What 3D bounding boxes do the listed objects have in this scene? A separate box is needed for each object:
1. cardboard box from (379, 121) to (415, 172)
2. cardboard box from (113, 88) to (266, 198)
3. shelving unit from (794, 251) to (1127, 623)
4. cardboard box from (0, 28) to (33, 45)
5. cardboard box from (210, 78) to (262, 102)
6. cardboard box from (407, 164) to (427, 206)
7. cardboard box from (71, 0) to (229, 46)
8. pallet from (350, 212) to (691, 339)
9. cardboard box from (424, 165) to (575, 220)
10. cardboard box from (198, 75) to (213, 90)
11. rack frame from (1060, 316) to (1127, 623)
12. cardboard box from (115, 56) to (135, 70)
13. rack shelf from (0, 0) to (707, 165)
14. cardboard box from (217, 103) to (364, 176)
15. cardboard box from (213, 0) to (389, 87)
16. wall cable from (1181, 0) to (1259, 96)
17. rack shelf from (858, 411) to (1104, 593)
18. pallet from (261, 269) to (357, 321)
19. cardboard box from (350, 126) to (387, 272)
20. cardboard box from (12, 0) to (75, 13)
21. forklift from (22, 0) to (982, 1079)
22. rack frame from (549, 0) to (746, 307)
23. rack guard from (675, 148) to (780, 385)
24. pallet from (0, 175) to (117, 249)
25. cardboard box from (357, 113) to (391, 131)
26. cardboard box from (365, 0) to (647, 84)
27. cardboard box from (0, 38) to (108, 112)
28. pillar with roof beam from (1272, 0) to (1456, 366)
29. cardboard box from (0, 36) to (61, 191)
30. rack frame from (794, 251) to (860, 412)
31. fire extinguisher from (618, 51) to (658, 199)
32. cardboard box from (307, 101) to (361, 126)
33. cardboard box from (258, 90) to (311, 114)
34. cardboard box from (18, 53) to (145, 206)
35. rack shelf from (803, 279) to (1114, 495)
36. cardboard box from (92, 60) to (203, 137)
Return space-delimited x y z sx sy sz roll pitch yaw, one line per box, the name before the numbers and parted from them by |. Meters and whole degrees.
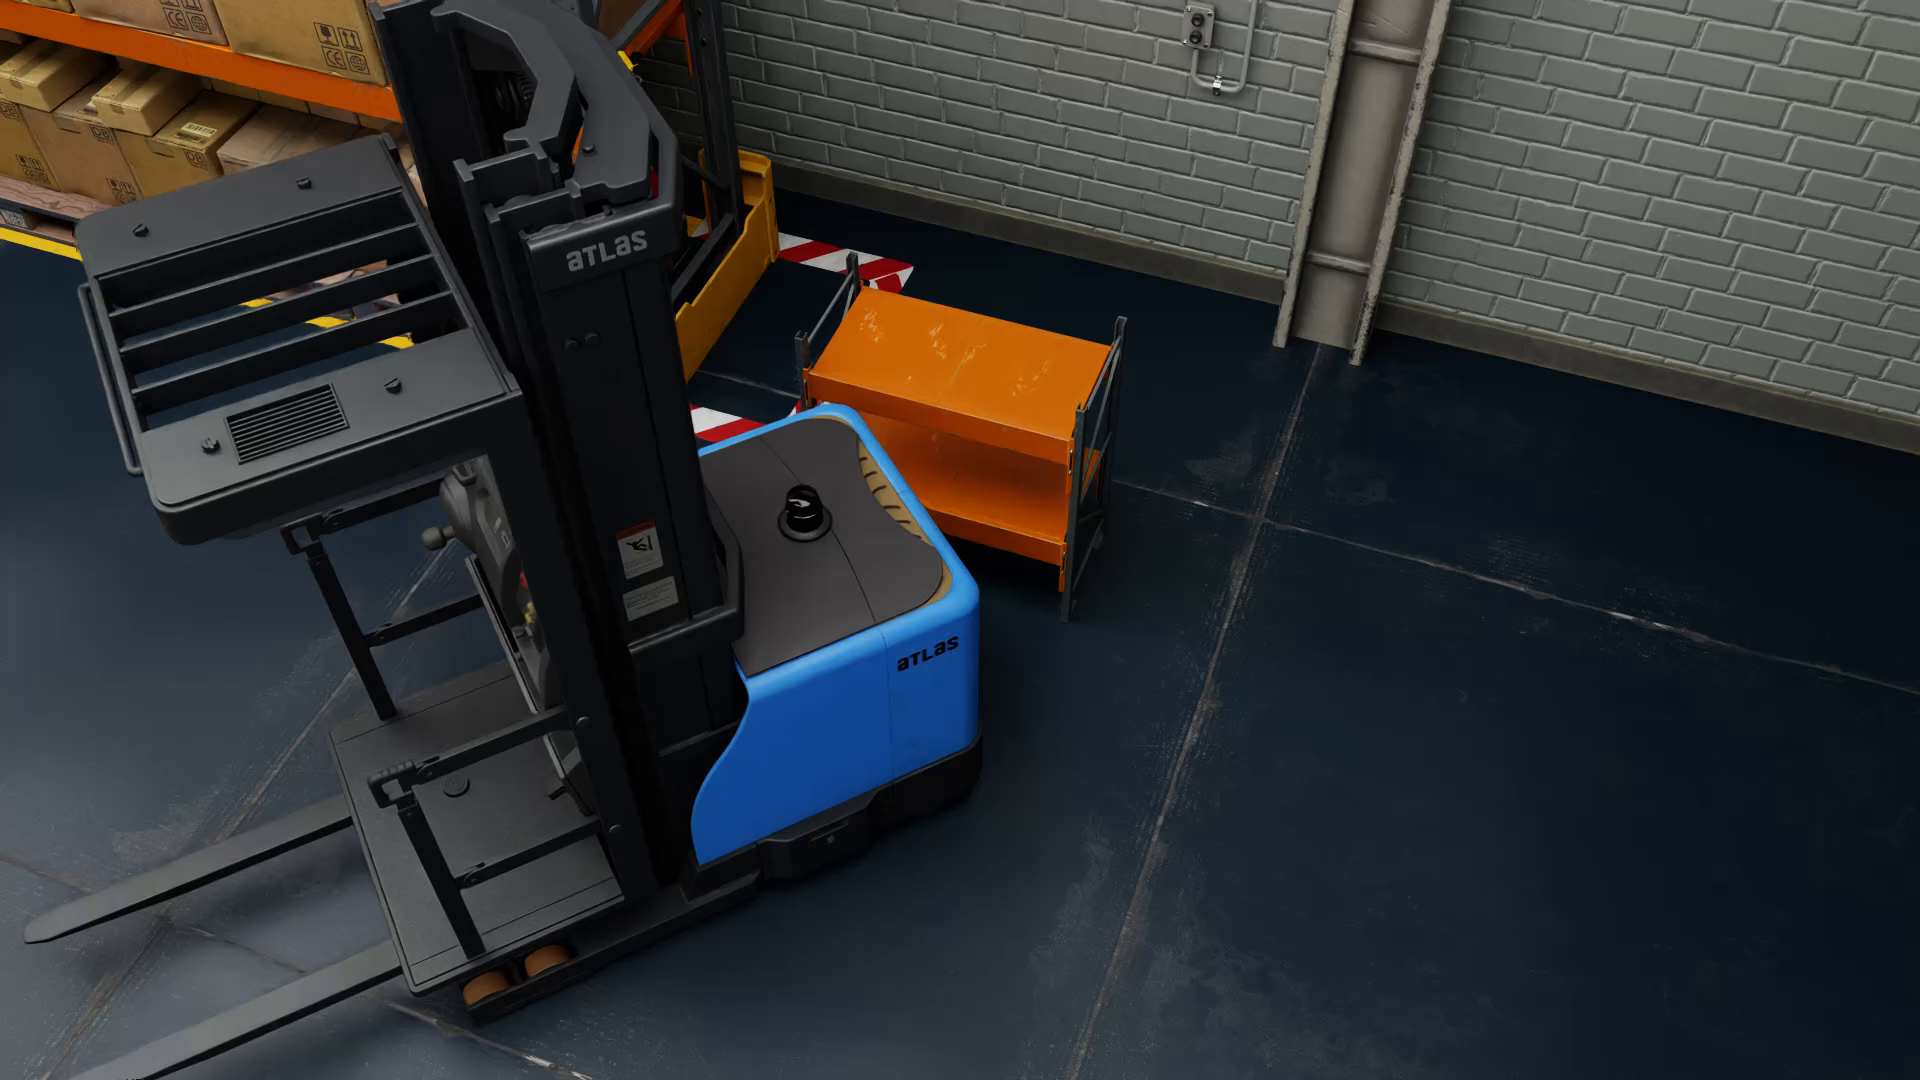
cardboard box | -2.325 -1.612 6.976 0.250 0.149 0.380 17 51 14
cardboard box | -3.345 -1.826 7.590 0.500 0.500 0.700 17 51 14
shelving unit | 0.006 -0.367 6.190 1.048 1.125 0.538 16 51 13
cardboard box | -4.363 -2.487 7.734 0.250 0.149 0.380 15 51 13
cardboard box | -3.142 -2.148 7.440 0.250 0.149 0.380 15 51 12
cardboard box | -2.085 -1.546 6.918 0.250 0.149 0.380 15 51 13
cardboard box | -3.090 -2.611 6.696 0.700 0.700 0.980 13 50 11
pallet | -1.987 -1.238 7.550 1.213 0.211 1.003 16 51 13
cardboard box | -1.901 -1.429 7.246 0.500 0.500 0.700 16 51 13
cardboard box | -3.384 -2.215 7.498 0.250 0.149 0.380 16 51 14
rack frame | 0.483 -0.234 6.075 0.032 1.125 0.500 16 51 13
cardboard box | -3.621 -2.282 7.556 0.250 0.149 0.380 14 51 12
rack shelf | -3.086 -2.286 7.089 4.000 0.370 1.077 16 51 13
cardboard box | -2.843 -1.691 7.474 0.500 0.500 0.700 14 51 12
cardboard box | -2.378 -2.405 6.518 0.700 0.700 0.980 15 51 13
wall cable | 0.319 -2.666 6.270 1.851 1.984 0.084 16 51 13
rack shelf | 0.006 -0.207 6.375 1.000 0.278 0.538 16 51 13
pallet | -3.128 -1.559 7.828 1.213 0.211 1.003 16 51 13
cardboard box | -2.371 -1.560 7.360 0.500 0.500 0.700 15 51 13
cardboard box | -3.776 -2.795 6.855 0.700 0.700 0.980 14 51 12
forklift | -1.471 0.103 4.588 3.031 2.935 1.130 -22 53 -18
rack frame | -1.210 -1.998 6.363 0.127 3.000 1.000 16 51 13
rack guard | -1.187 -1.173 7.302 0.348 0.500 1.175 16 51 13
pallet | -4.276 -1.877 8.104 1.213 0.211 1.003 16 51 13
cardboard box | -2.425 -1.948 7.267 0.250 0.149 0.380 16 51 13
cardboard box | -1.692 -2.222 6.359 0.700 0.700 0.980 18 51 15
cardboard box | -4.038 -2.089 7.389 0.250 0.149 0.380 17 51 14
pillar with roof beam | 0.131 -0.817 1.370 0.400 9.000 9.100 16 51 13
cardboard box | -4.296 -2.096 7.824 0.500 0.500 0.700 16 51 14
rack frame | -0.471 -0.500 6.305 0.032 1.125 0.500 16 51 13
fire extinguisher | -1.228 -1.484 6.215 0.183 0.674 0.296 16 51 13
cardboard box | -2.664 -2.015 7.325 0.250 0.149 0.380 16 51 14
cardboard box | -2.905 -2.081 7.382 0.250 0.149 0.380 16 51 13
cardboard box | -3.826 -1.962 7.708 0.500 0.500 0.700 15 51 13
rack shelf | 0.006 -0.558 5.969 1.000 0.278 0.538 16 51 13
cardboard box | -3.548 -1.952 7.271 0.250 0.149 0.380 14 51 12
